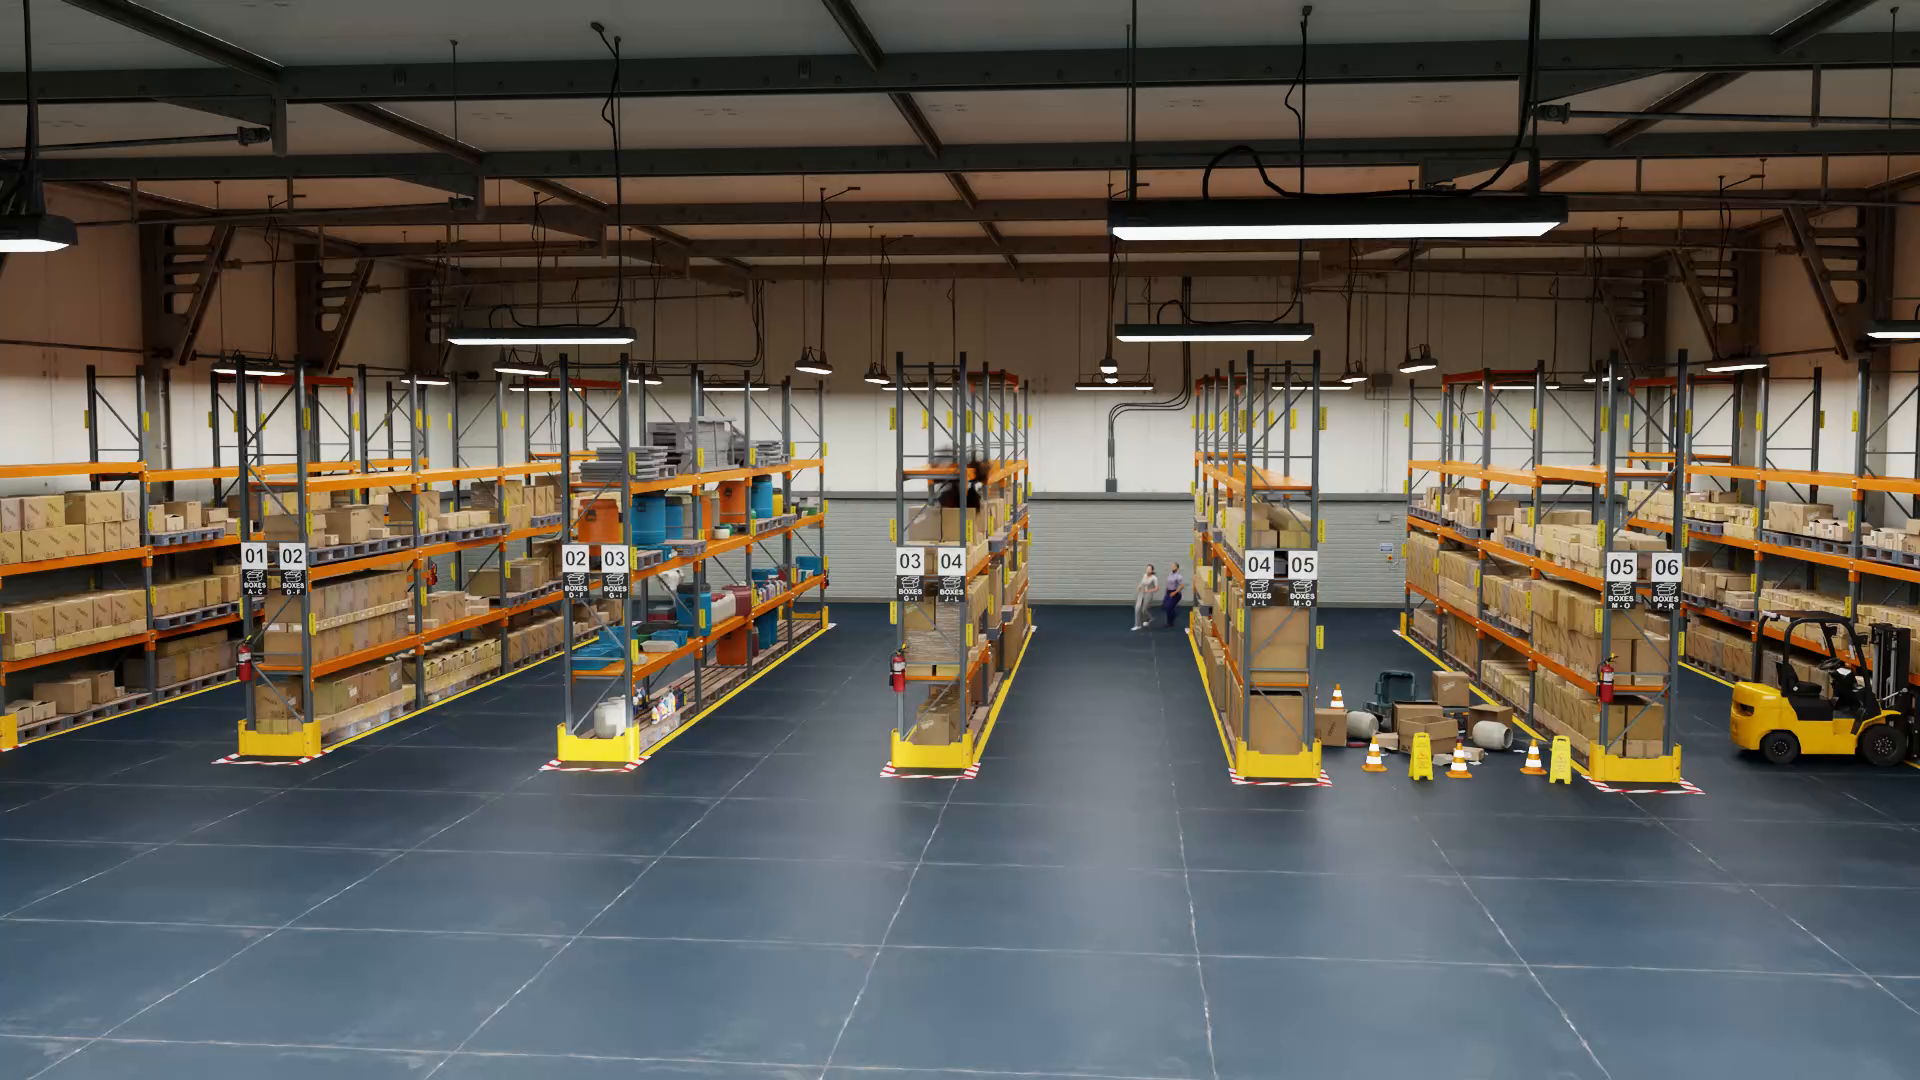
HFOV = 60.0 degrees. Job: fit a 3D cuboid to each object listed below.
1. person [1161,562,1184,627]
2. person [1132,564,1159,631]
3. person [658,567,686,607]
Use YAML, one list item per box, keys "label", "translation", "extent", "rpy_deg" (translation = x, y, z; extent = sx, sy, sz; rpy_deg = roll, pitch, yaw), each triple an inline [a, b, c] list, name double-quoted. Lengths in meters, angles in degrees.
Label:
- label: "person"
  translation: [5.230, 1.334, 40.518]
  extent: [0.532, 1.597, 0.673]
  rpy_deg: [-3, 5, -33]
- label: "person"
  translation: [4.540, 1.376, 40.026]
  extent: [0.738, 1.621, 0.630]
  rpy_deg: [-4, 6, -44]
- label: "person"
  translation: [-7.131, 1.249, 41.311]
  extent: [0.637, 1.711, 0.707]
  rpy_deg: [-3, 5, -39]
